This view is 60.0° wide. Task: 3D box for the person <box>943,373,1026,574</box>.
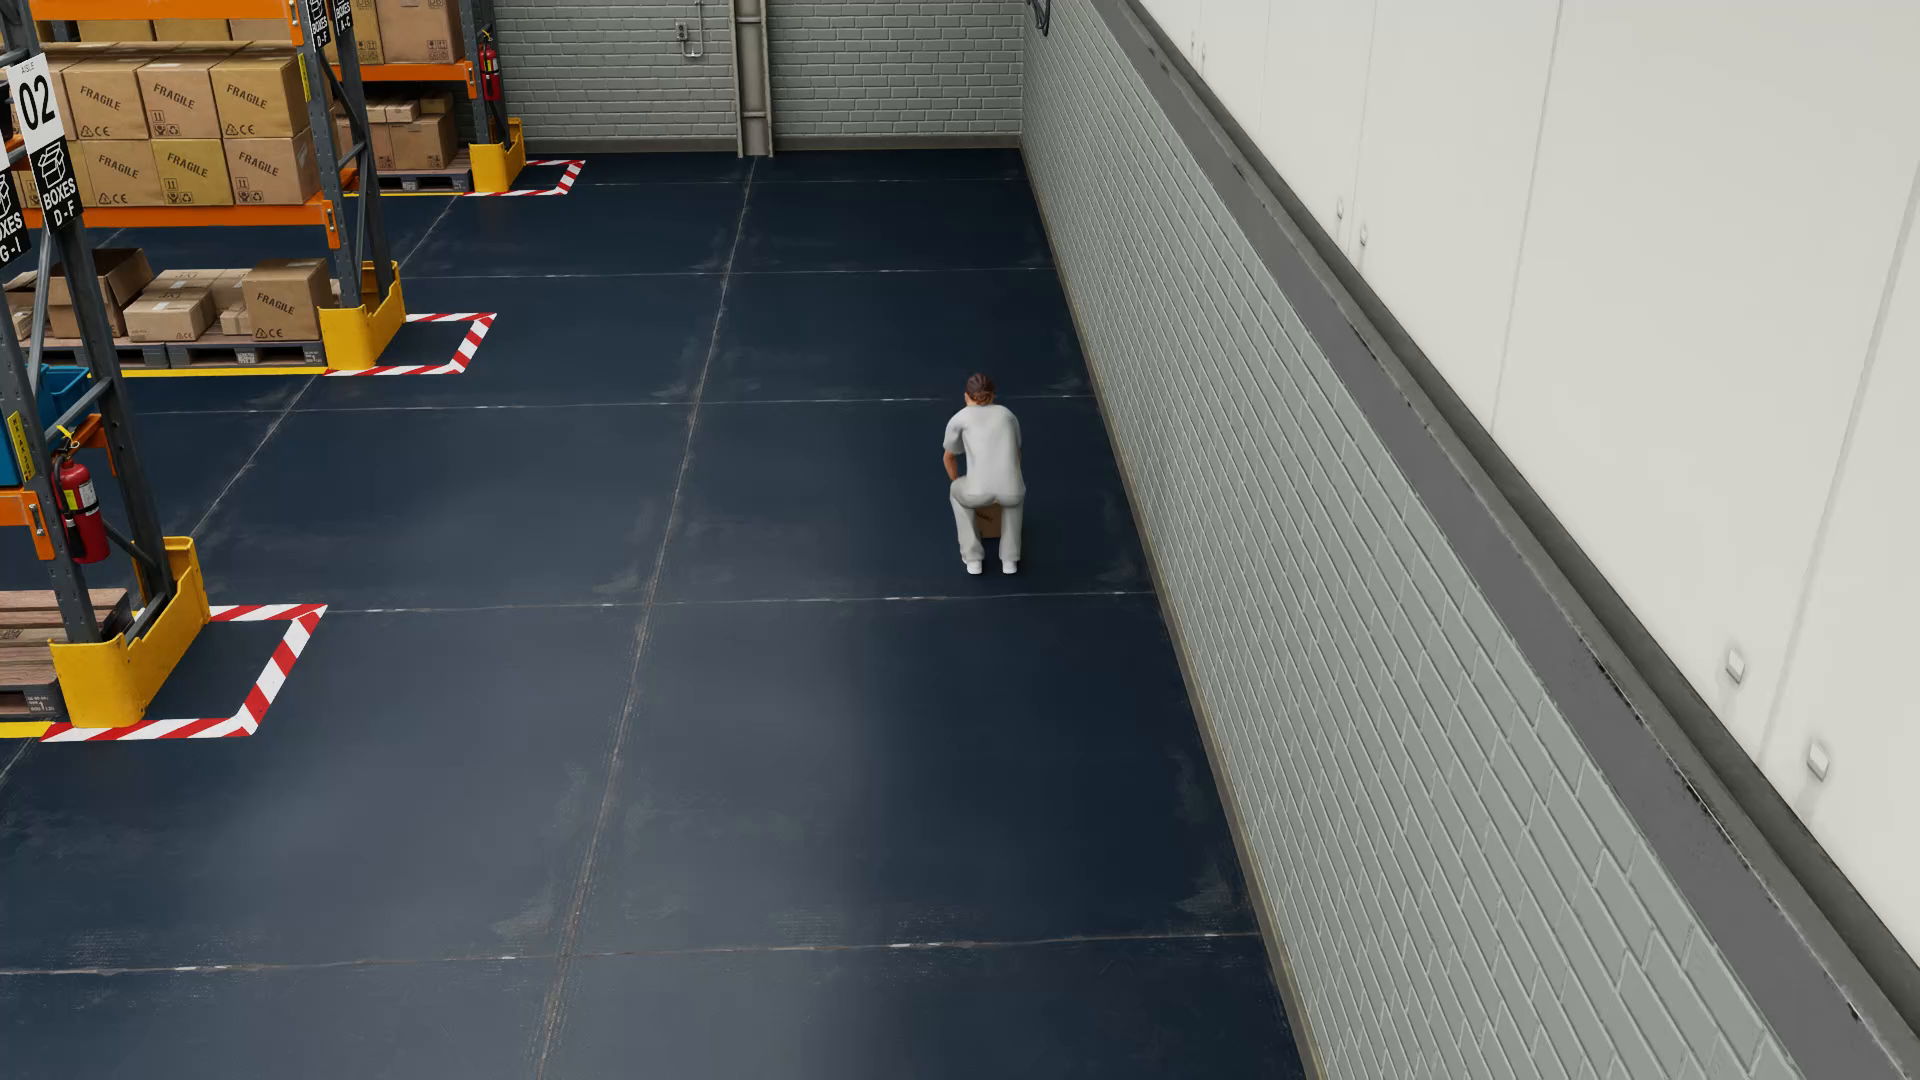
[{"bbox_3d":[0.152,-0.378,9.964,0.493,1.102,0.757,-1,28,-3],"label":"person"}]
